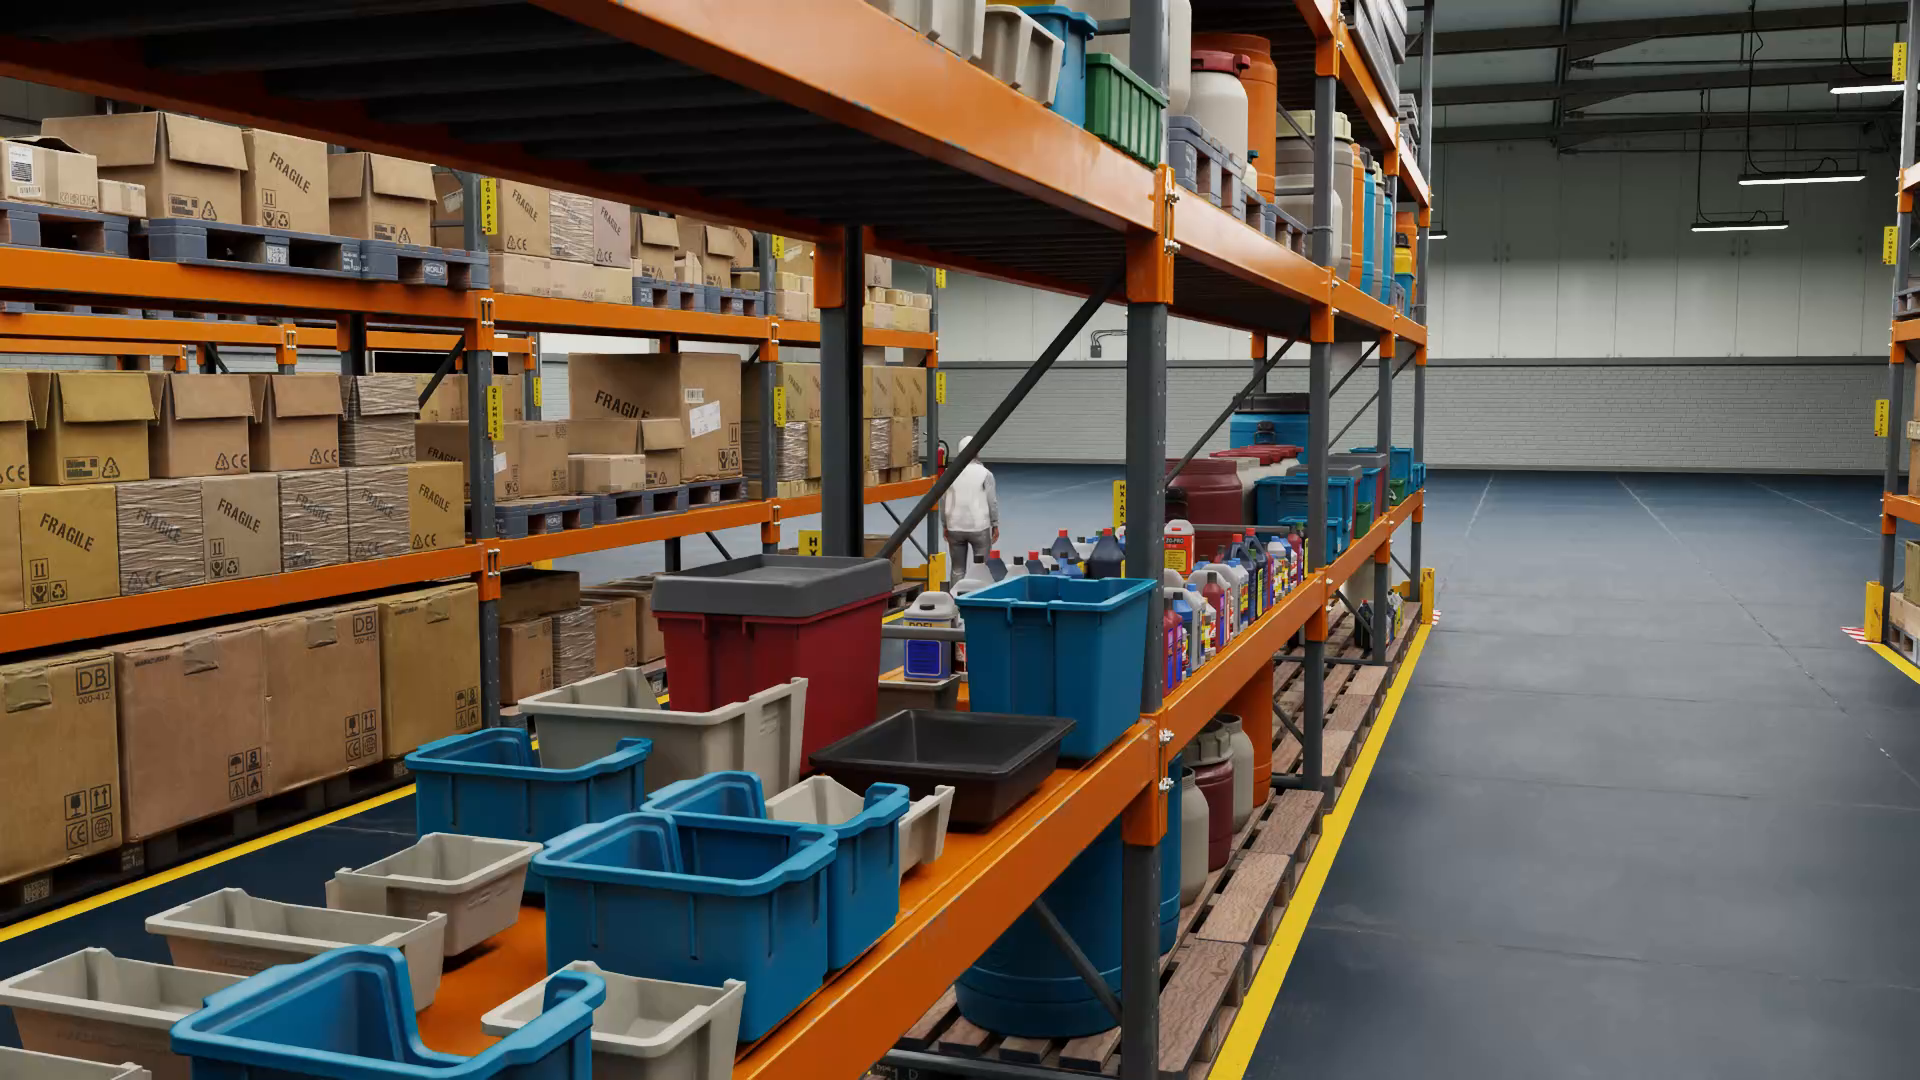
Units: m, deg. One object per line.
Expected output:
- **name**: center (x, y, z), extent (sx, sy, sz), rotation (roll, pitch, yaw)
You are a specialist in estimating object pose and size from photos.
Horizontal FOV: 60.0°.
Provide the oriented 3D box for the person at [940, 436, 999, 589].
- **person**: center (0.098, -0.119, 16.159), extent (0.581, 1.771, 0.464), rotation (2, 5, 17)
